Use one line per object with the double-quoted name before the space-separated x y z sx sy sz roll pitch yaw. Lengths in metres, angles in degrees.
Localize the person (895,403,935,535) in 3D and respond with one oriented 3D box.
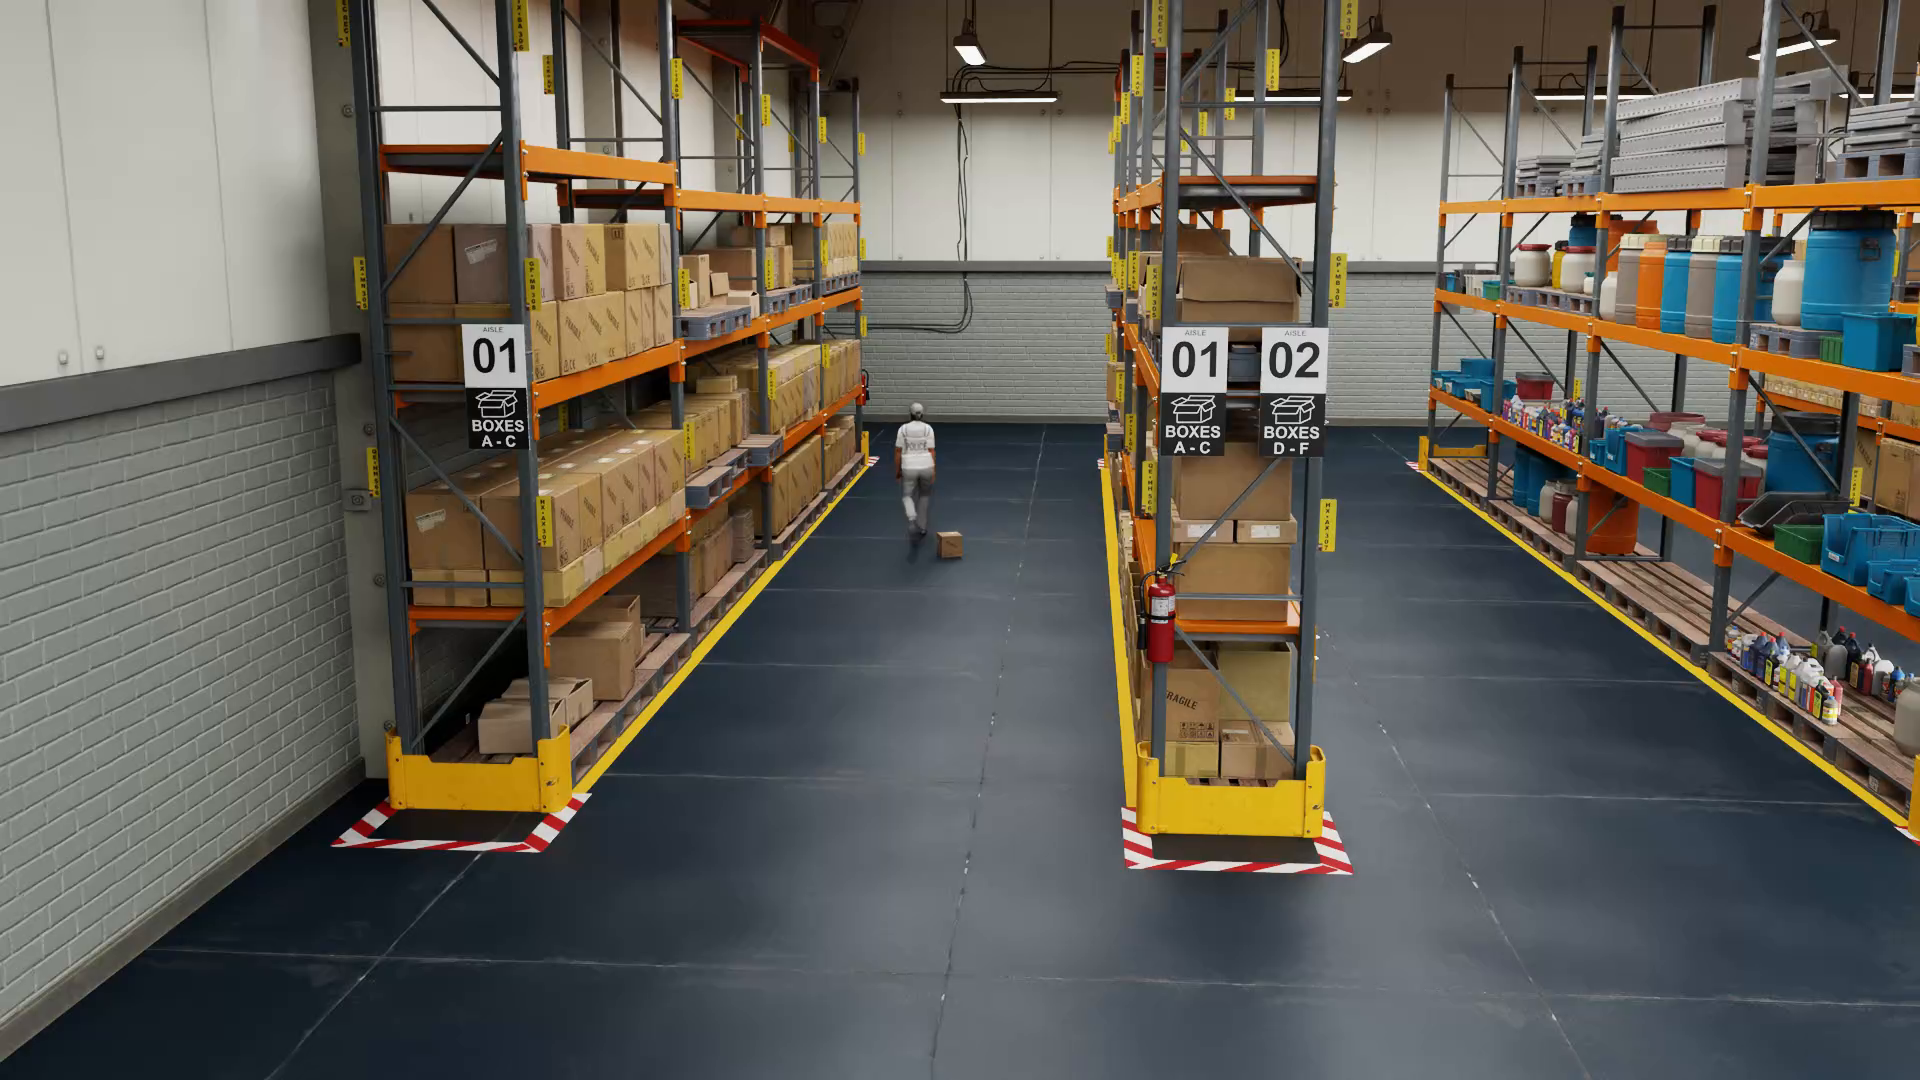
"person" -0.546 -0.855 20.325 0.499 1.626 0.832 -1 11 -5
